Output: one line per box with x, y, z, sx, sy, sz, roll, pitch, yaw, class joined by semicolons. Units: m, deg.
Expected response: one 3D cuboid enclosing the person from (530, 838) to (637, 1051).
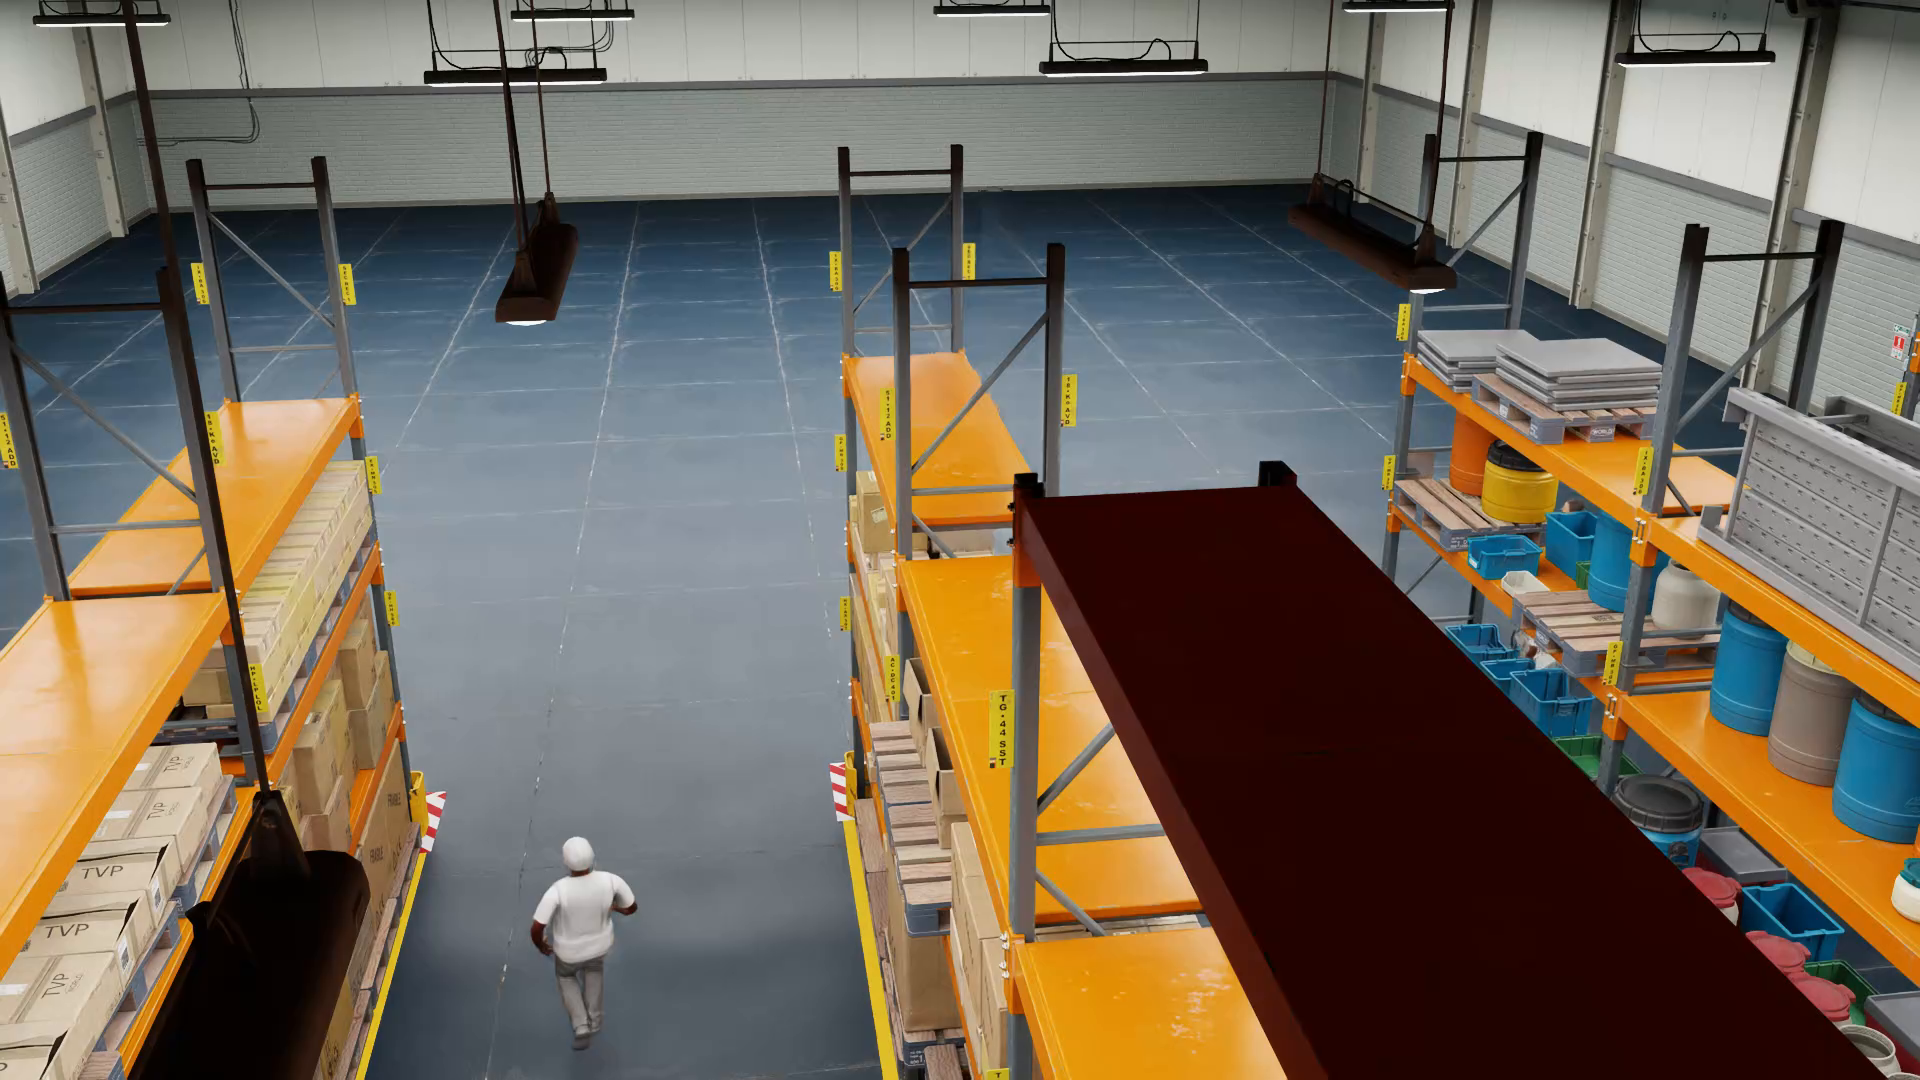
-2.686;2.847;11.847;0.770;1.691;0.540;-10;24;-23;person

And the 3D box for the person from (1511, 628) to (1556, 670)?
5.613;1.213;16.289;0.663;1.681;0.913;-12;25;-28;person

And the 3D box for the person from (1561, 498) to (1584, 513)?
6.701;0.343;18.517;0.711;1.697;0.532;8;23;19;person
